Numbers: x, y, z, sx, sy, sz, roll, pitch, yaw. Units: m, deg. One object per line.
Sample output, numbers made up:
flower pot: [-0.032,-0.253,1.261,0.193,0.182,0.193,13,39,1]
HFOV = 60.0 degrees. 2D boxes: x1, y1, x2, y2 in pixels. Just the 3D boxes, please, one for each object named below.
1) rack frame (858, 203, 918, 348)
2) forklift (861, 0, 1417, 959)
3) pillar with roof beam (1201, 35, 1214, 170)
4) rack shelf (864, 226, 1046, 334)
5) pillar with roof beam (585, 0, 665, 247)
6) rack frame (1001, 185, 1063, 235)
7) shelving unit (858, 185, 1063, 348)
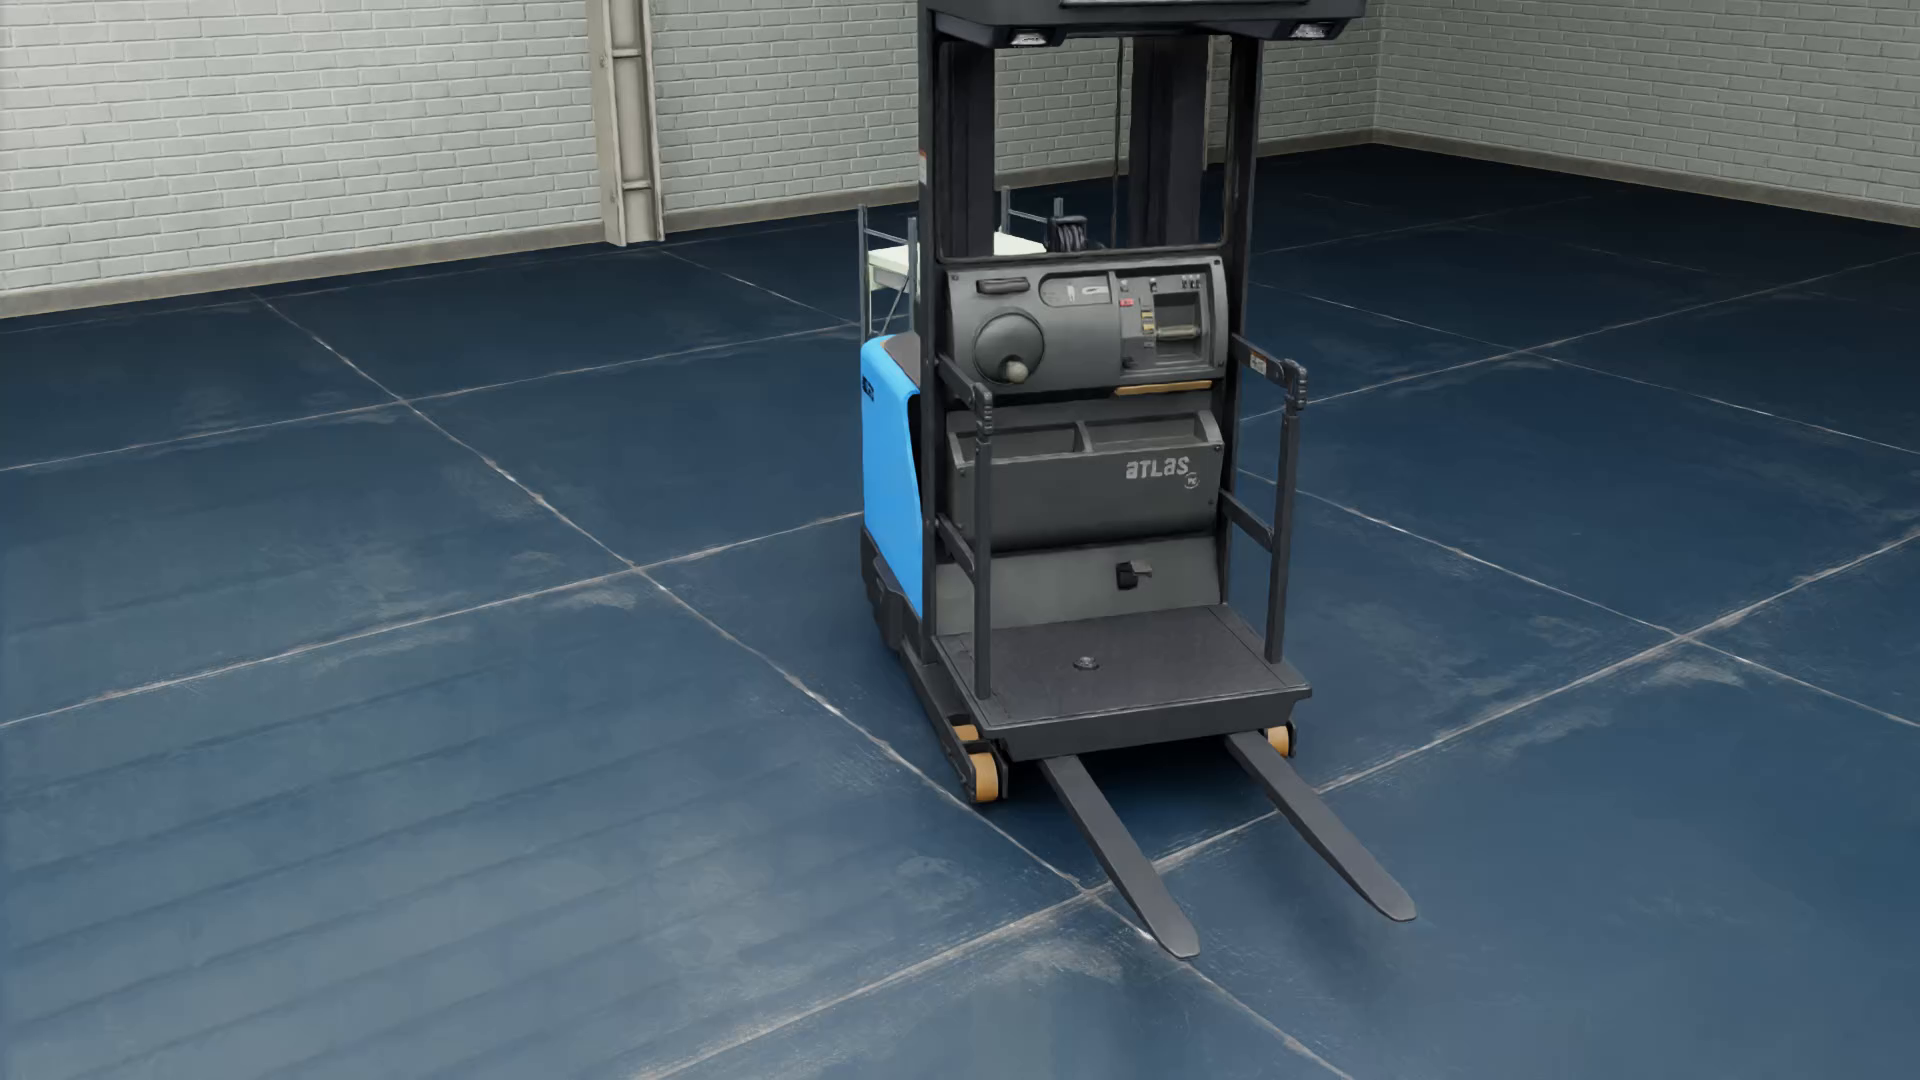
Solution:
rack frame: [-0.292,-0.619,6.924,0.023,1.500,0.400,-15,26,-33]
forklift: [0.475,-0.681,5.147,1.130,2.935,3.031,-6,22,-14]
pillar with roof beam: [4.748,-6.610,11.819,0.400,9.000,9.100,-15,26,-33]
rack shelf: [0.005,-1.061,6.977,0.720,0.370,0.431,-15,26,-33]
pillar with roof beam: [-0.122,-5.311,8.565,0.400,9.000,9.100,-15,26,-33]
rack frame: [0.303,-0.777,7.321,0.023,1.500,0.400,-15,26,-33]
shelving unit: [0.005,-0.698,7.122,0.755,1.500,0.431,-15,26,-33]
